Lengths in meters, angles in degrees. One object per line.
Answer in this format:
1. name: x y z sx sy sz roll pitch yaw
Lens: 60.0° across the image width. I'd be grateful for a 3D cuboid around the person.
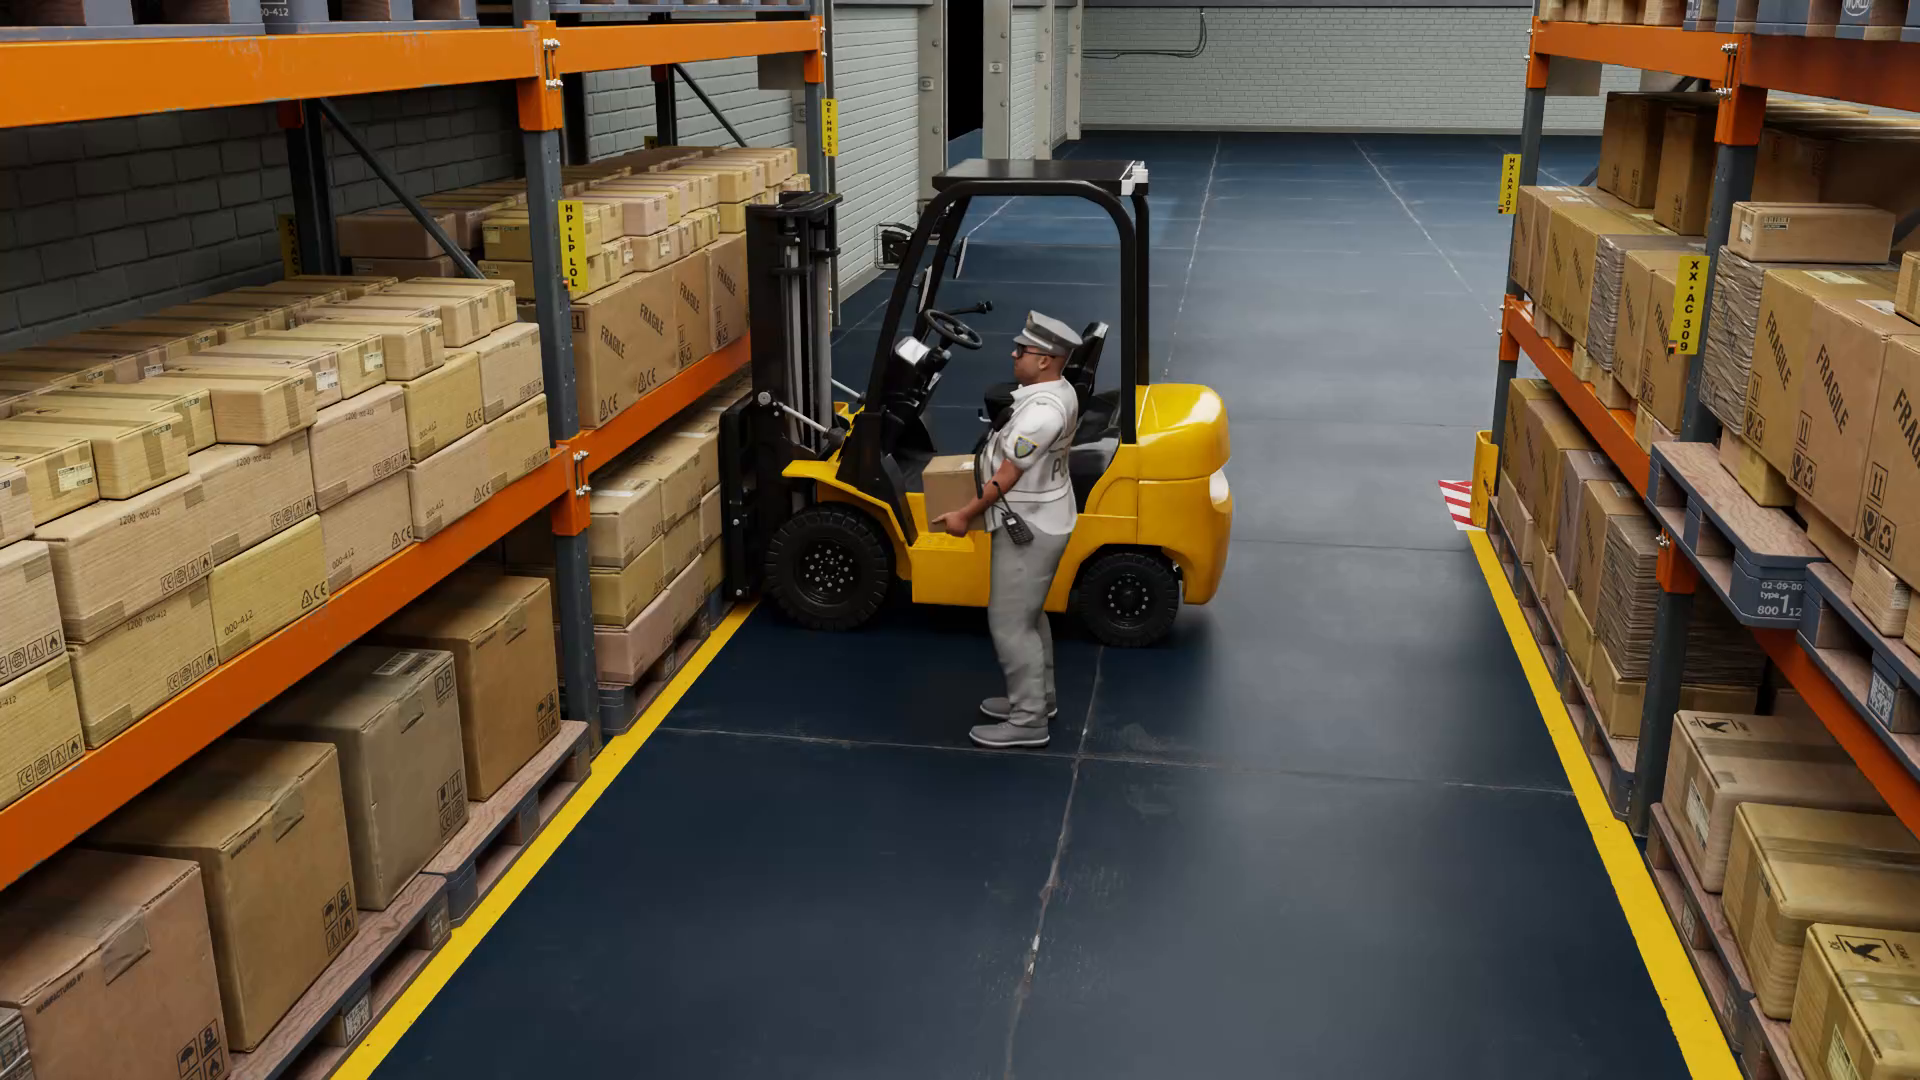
1. person: 0.190 -0.050 6.665 0.573 1.767 0.493 3 18 9
